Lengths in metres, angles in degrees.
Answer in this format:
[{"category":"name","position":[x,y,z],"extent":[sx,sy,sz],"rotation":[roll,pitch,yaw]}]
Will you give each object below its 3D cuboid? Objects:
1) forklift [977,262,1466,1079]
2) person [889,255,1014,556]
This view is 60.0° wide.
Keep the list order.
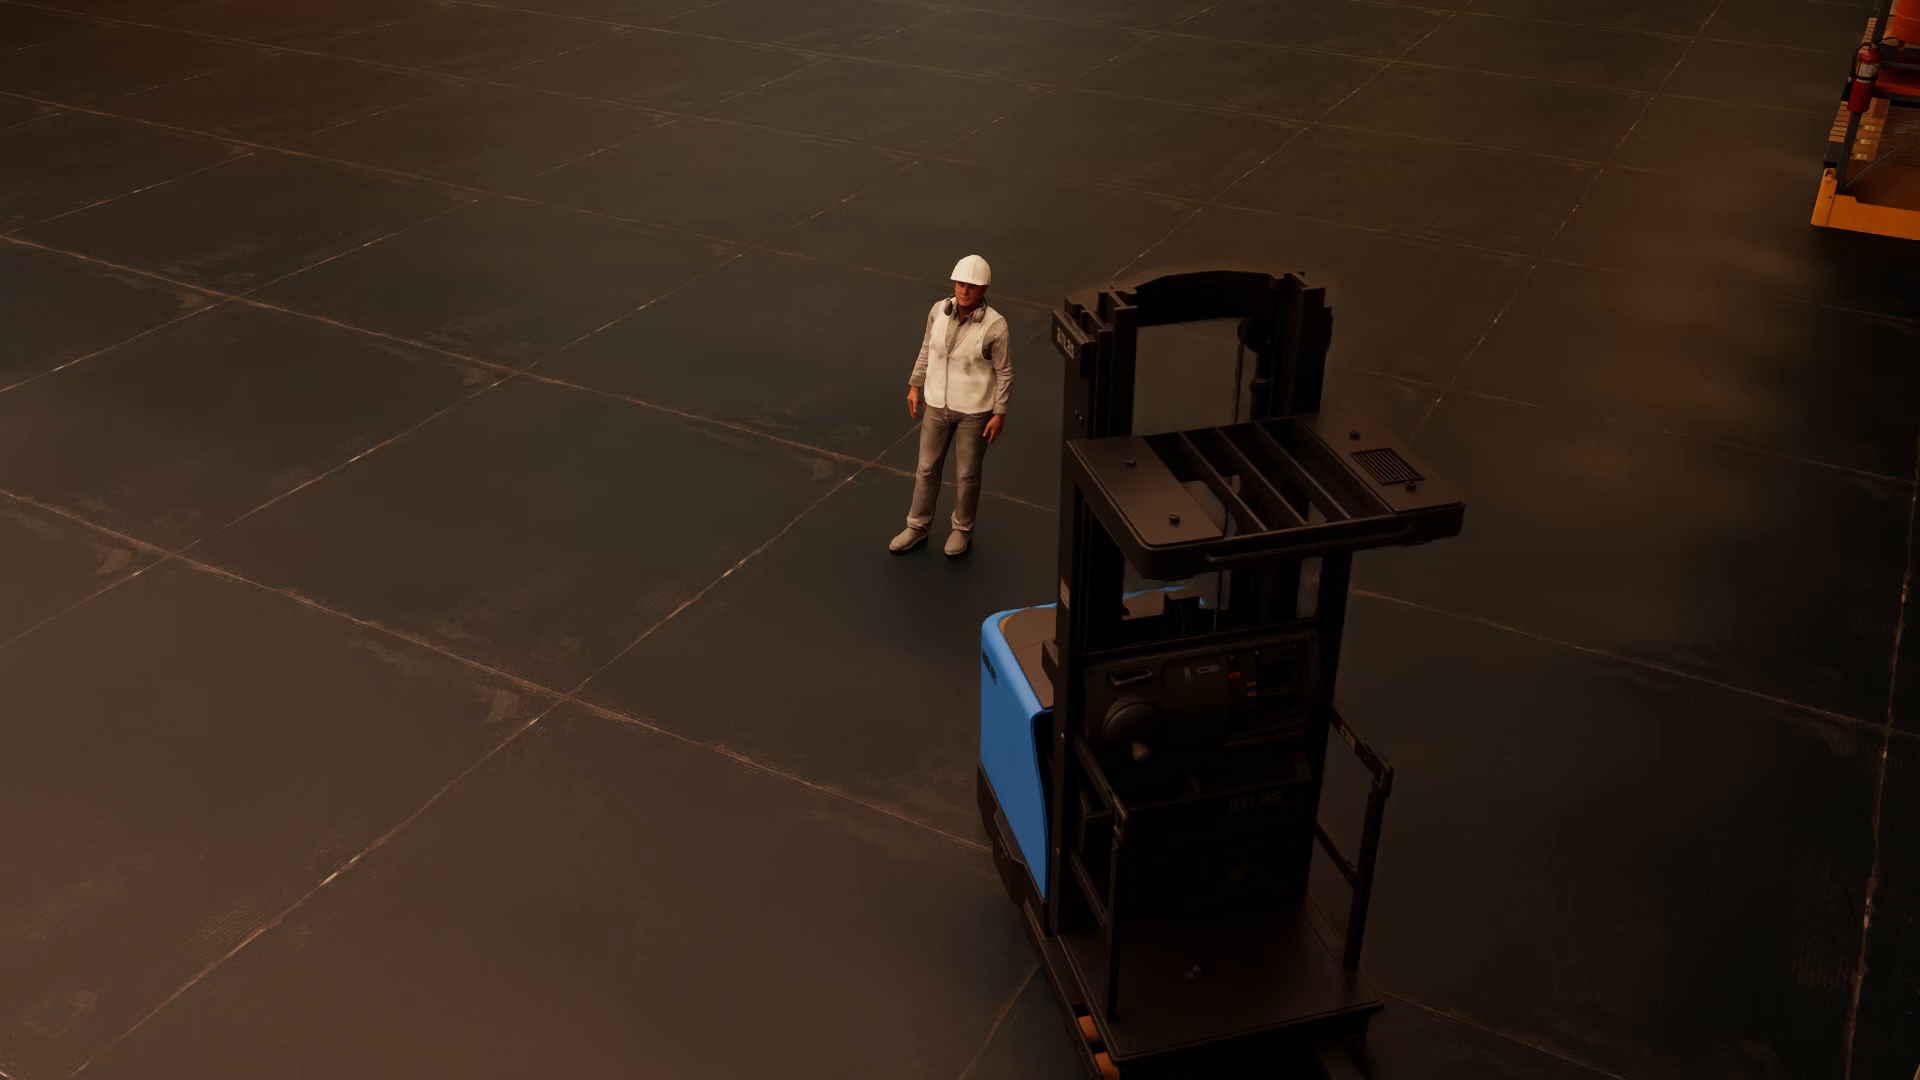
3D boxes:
[{"category":"forklift","position":[0.959,0.628,5.982],"extent":[1.130,2.935,3.031],"rotation":[-8,31,-13]},{"category":"person","position":[-0.037,-0.750,9.512],"extent":[0.633,1.774,0.568],"rotation":[15,33,25]}]
